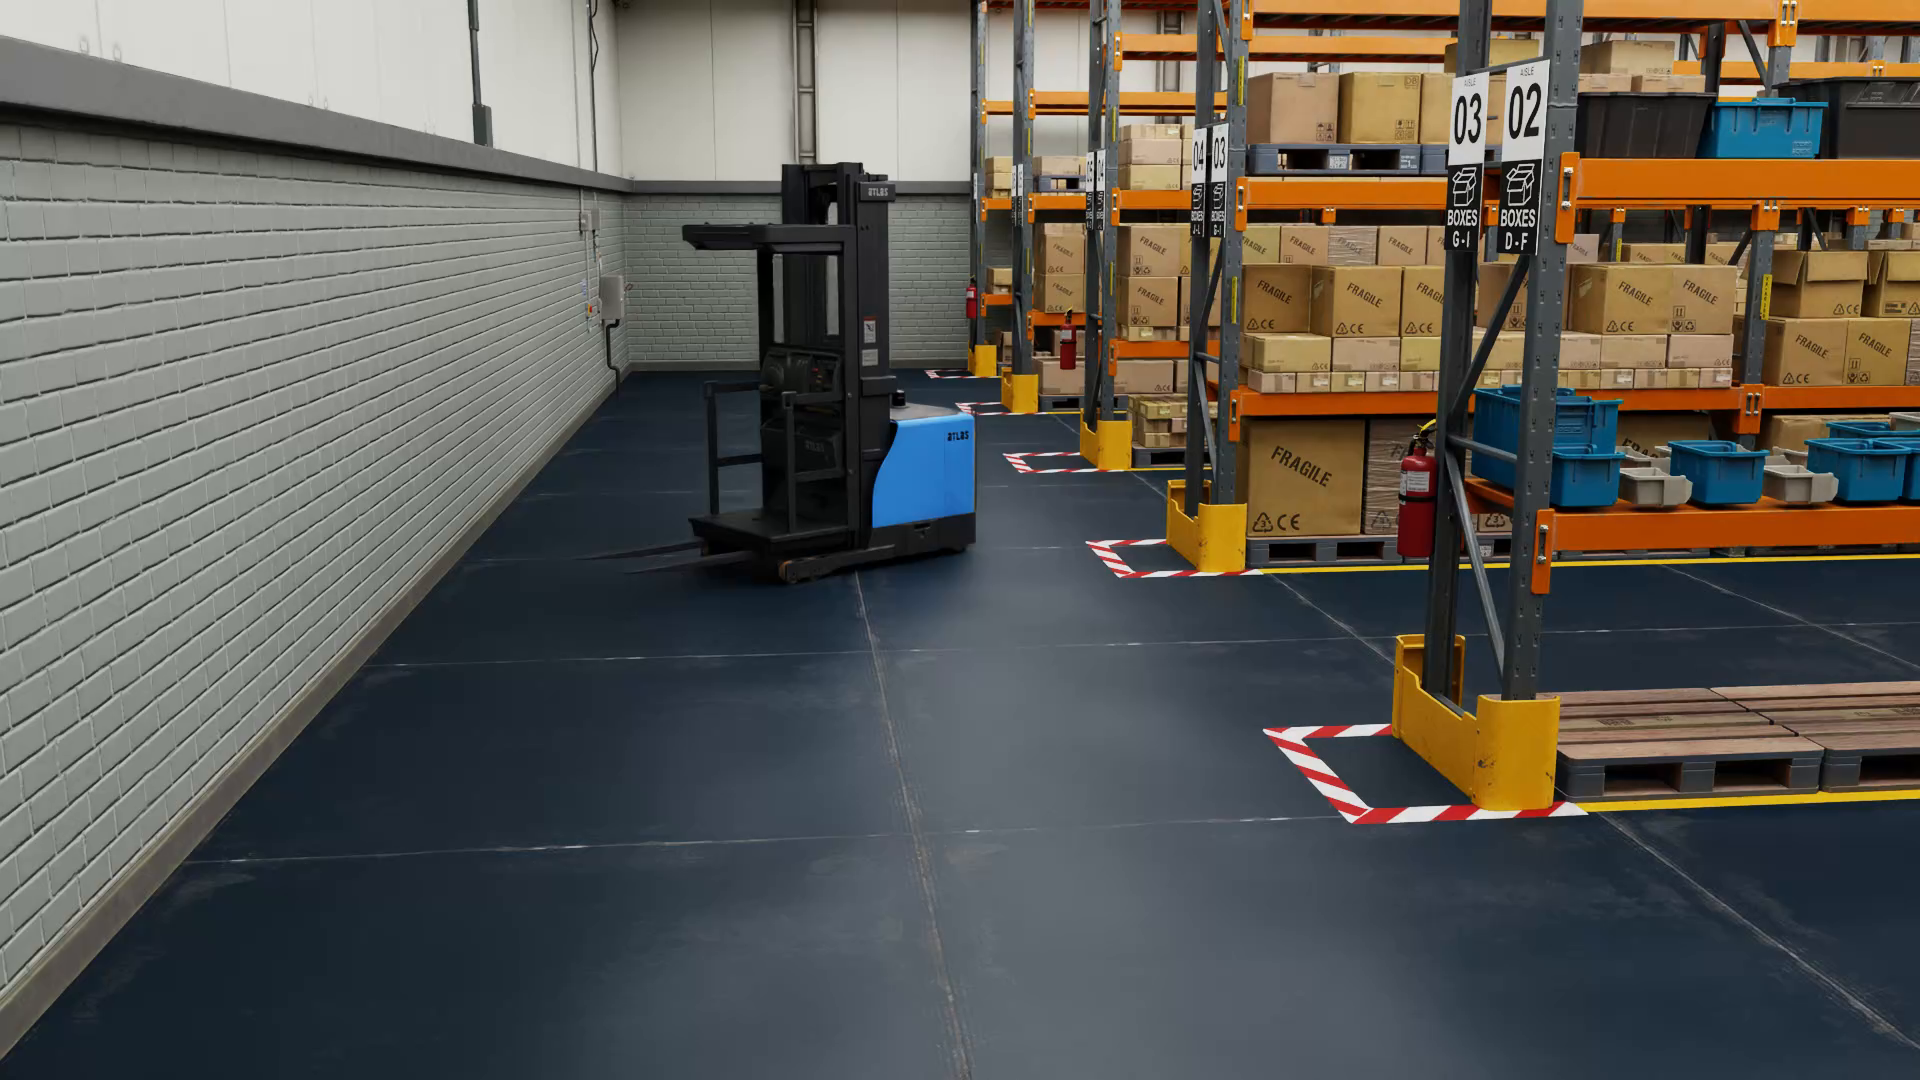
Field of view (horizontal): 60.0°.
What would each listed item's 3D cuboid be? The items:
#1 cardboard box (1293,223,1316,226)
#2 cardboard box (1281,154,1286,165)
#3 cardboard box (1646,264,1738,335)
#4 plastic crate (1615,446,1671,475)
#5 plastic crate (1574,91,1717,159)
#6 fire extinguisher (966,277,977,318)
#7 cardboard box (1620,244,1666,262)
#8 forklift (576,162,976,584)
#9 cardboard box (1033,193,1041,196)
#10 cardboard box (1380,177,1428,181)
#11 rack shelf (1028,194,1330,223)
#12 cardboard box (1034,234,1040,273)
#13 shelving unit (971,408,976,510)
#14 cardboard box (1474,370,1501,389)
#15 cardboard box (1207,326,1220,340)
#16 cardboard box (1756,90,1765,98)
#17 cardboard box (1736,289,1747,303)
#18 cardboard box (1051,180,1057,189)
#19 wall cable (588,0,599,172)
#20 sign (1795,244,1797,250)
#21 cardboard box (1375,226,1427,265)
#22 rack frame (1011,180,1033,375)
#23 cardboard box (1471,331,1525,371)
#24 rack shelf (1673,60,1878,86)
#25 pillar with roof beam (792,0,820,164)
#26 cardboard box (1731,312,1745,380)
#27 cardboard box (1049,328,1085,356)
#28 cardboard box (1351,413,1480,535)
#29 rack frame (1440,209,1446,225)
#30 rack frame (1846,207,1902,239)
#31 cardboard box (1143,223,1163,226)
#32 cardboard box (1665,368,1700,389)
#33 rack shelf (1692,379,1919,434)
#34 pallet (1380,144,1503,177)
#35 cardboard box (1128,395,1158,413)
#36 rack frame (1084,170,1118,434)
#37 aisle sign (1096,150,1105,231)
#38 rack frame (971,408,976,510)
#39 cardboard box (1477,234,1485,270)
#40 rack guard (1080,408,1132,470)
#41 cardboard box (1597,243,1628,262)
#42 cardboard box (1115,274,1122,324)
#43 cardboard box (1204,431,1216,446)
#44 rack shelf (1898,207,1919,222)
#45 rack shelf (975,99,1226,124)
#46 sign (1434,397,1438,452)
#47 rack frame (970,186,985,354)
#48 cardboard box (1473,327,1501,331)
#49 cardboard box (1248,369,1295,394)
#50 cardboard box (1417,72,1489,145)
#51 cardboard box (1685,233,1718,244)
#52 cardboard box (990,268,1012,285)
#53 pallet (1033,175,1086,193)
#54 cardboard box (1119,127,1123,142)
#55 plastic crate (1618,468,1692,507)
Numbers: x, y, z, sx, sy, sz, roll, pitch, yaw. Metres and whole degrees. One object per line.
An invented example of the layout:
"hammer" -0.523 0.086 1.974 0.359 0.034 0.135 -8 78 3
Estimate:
"cardboard box" 4.526 -4.121 22.022 0.250 0.149 0.380 -1 11 -7
"cardboard box" 3.446 -3.933 16.916 0.500 0.250 0.500 -2 11 -8
"cardboard box" 5.440 -1.810 12.471 0.500 0.500 0.500 -1 11 -4
"plastic crate" 3.217 -0.349 7.894 0.243 0.136 0.396 -1 11 -6
"plastic crate" 2.839 -1.759 7.104 0.590 0.269 0.497 -1 11 -6
"fire extinguisher" 0.185 -3.887 26.529 0.183 0.674 0.296 -1 11 -6
"cardboard box" 9.247 -3.780 22.701 0.500 0.500 0.500 -2 11 -8
"forklift" -1.317 -1.239 12.073 3.031 2.935 1.130 -10 15 -40
"cardboard box" 1.138 -5.522 26.558 0.250 0.149 0.380 -1 11 -6
"cardboard box" 4.476 -3.712 17.084 0.500 0.250 0.500 -1 11 -6
"rack shelf" 2.809 -4.408 22.102 4.000 0.370 1.077 -1 11 -6
"cardboard box" 1.275 -3.843 22.288 0.500 0.500 0.500 -1 11 -4
"shelving unit" -0.011 -0.523 13.306 0.252 1.050 0.215 -2 11 -9
"cardboard box" 3.809 -1.200 12.348 0.250 0.149 0.380 -1 11 -8
"cardboard box" 2.578 -2.161 17.236 0.250 0.149 0.380 -1 11 -3
"cardboard box" 6.443 -3.171 12.599 0.500 0.500 0.700 -1 11 -5
"cardboard box" 8.192 -2.581 17.512 0.250 0.149 0.380 -1 11 -6
"cardboard box" 1.255 -5.715 26.503 0.500 0.250 0.500 -1 11 -5
"wall cable" -5.145 -6.716 24.106 0.133 3.039 2.988 -1 11 -6
"sign" 9.346 -3.141 18.569 0.005 0.325 0.100 -1 11 -6
"cardboard box" 4.481 -2.996 17.208 0.500 0.500 0.500 -2 11 -8
"rack frame" 0.821 -3.247 22.110 0.127 3.000 1.000 -1 11 -6
"cardboard box" 3.932 -1.411 12.388 0.500 0.250 0.500 -1 11 -7
"rack shelf" 7.421 -4.820 17.457 4.000 0.370 1.077 -1 11 -6
"pillar with roof beam" -2.032 -6.434 22.767 0.400 9.000 9.100 -1 11 -6
"cardboard box" 6.303 -1.541 13.173 0.500 0.500 0.500 -1 11 -6
"cardboard box" 1.754 -3.184 27.177 0.500 0.500 0.700 -1 11 -4
"cardboard box" 3.423 -0.558 12.850 0.875 0.875 0.875 -1 11 -6
"rack frame" 8.234 -4.366 27.800 0.127 3.000 1.000 -1 11 -6
"rack frame" 12.751 -3.497 23.382 0.127 3.000 1.000 -1 11 -6
"cardboard box" 2.495 -4.084 21.832 0.250 0.149 0.380 -1 11 -6
"cardboard box" 5.344 -1.232 12.512 0.250 0.149 0.380 -1 11 -5
"rack shelf" 7.856 -1.119 13.148 4.000 0.370 1.077 -1 11 -6
"pallet" 3.843 -2.819 12.384 1.213 0.211 1.003 -1 11 -6
"cardboard box" 1.955 -1.459 17.773 0.250 0.149 0.380 -1 11 -5
"rack frame" 1.456 -2.300 17.292 0.127 3.000 1.000 -1 11 -6
"aisle sign" 1.416 -3.517 16.741 0.004 0.787 0.394 -1 11 -6
"rack frame" 0.109 -0.526 13.324 0.008 1.050 0.200 -2 11 -9
"cardboard box" 6.781 -3.862 22.387 0.500 0.500 0.500 -1 11 -7
"rack guard" 1.532 -1.075 17.542 0.348 0.500 1.175 -1 11 -6
"cardboard box" 9.196 -3.878 23.199 0.500 0.500 0.500 -2 11 -8
"cardboard box" 1.875 -2.554 17.553 0.500 0.500 0.500 -1 11 -5
"cardboard box" 2.509 -1.085 17.411 0.250 0.149 0.380 -1 11 -5
"rack shelf" 14.739 -4.658 23.374 4.000 0.370 1.077 -1 11 -6
"rack shelf" 2.270 -6.830 26.655 4.000 0.370 1.077 -1 11 -6
"sign" 2.351 -0.582 8.131 0.005 0.325 0.100 -1 11 -6
"rack frame" 0.281 -4.199 26.952 0.127 3.000 1.000 -1 11 -6
"cardboard box" 3.872 -1.513 12.906 0.500 0.250 0.500 -1 11 -6
"cardboard box" 2.280 -1.168 12.183 0.250 0.149 0.380 -1 11 -5
"cardboard box" 3.484 -3.153 12.246 0.500 0.500 0.700 -2 11 -10
"cardboard box" 10.370 -4.222 23.265 0.250 0.149 0.380 -2 11 -9
"cardboard box" 0.761 -4.229 26.723 0.500 0.250 0.500 -1 11 -6
"pallet" 1.557 -4.693 21.918 1.213 0.211 1.003 -1 11 -6
"cardboard box" 1.755 -4.203 17.253 0.250 0.149 0.380 -1 11 -7
"plastic crate" 3.035 -0.230 7.290 0.298 0.136 0.250 -1 11 -6
